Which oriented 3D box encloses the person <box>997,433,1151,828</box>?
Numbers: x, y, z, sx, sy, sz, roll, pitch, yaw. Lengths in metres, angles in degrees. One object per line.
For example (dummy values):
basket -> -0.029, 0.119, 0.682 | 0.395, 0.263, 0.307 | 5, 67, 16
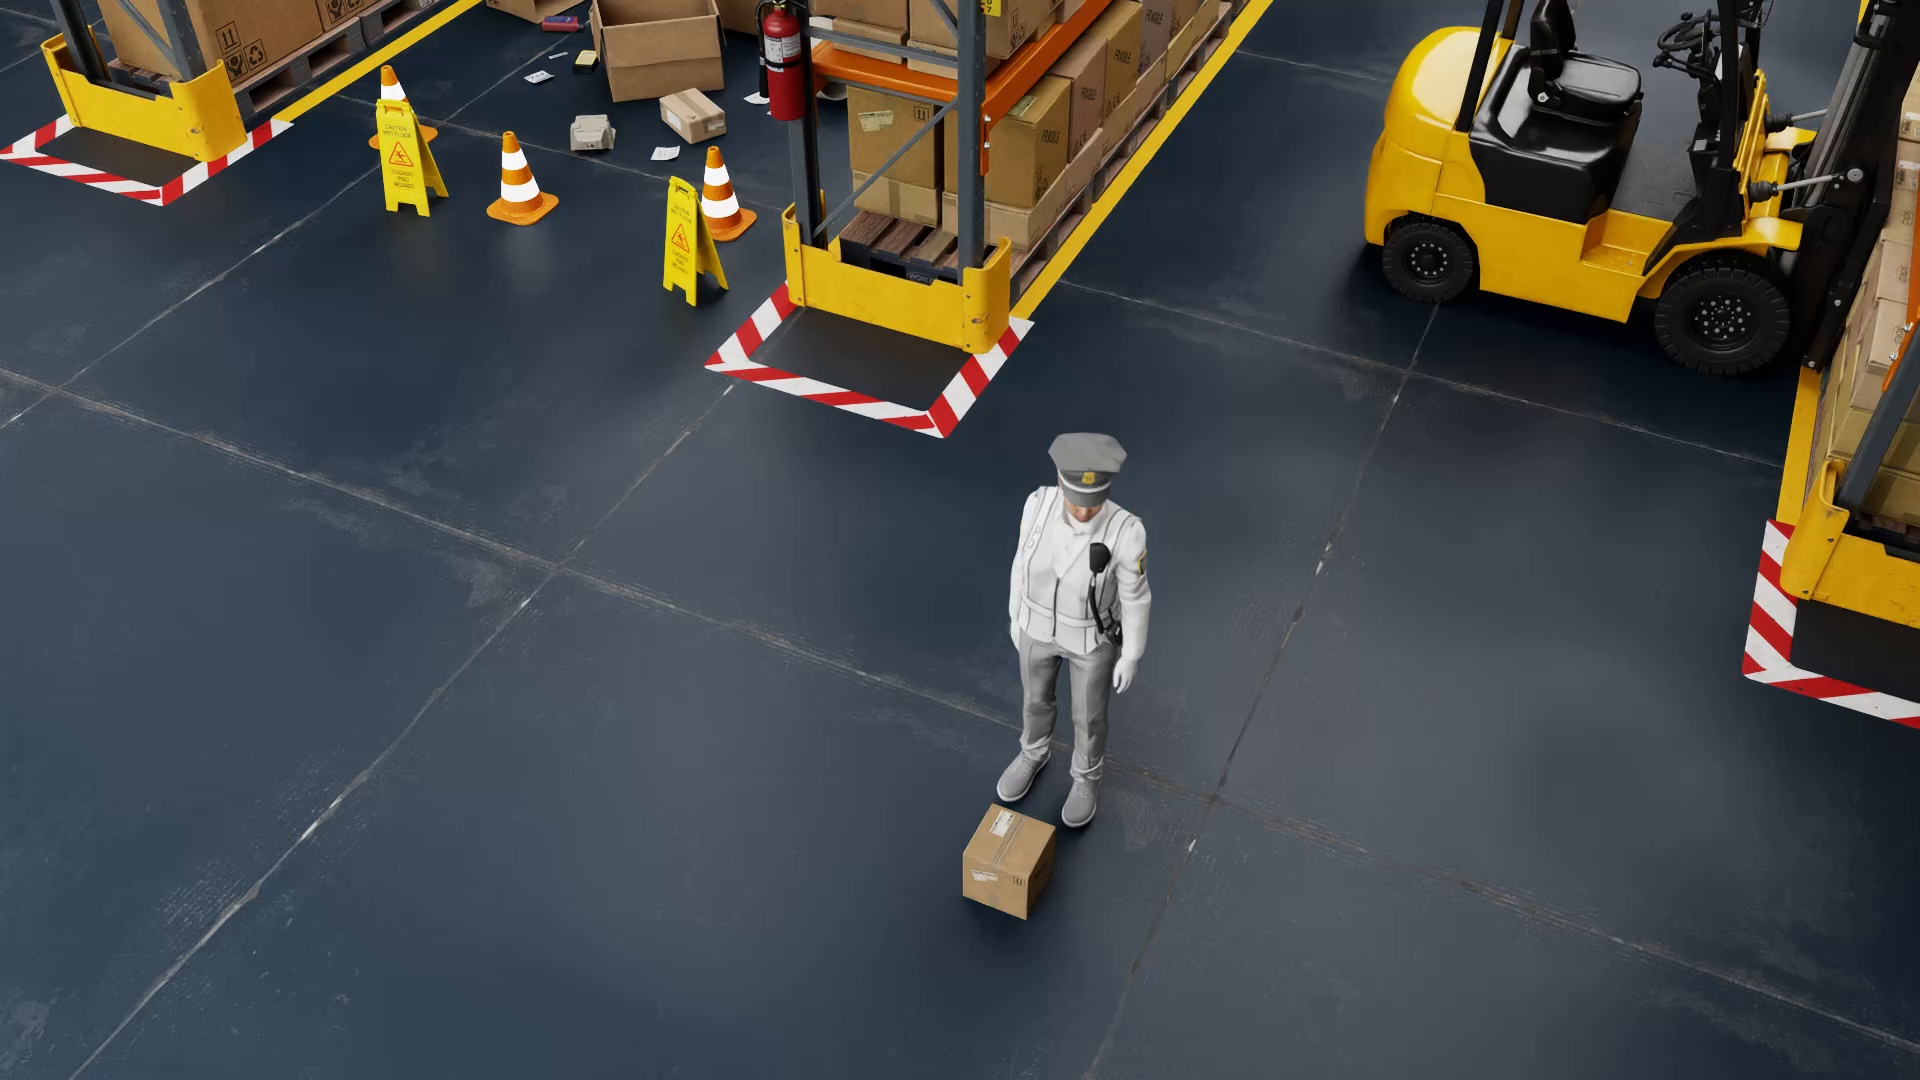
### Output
person -> 0.397, 0.340, 5.774 | 0.508, 1.677, 0.324 | 18, 45, 19
